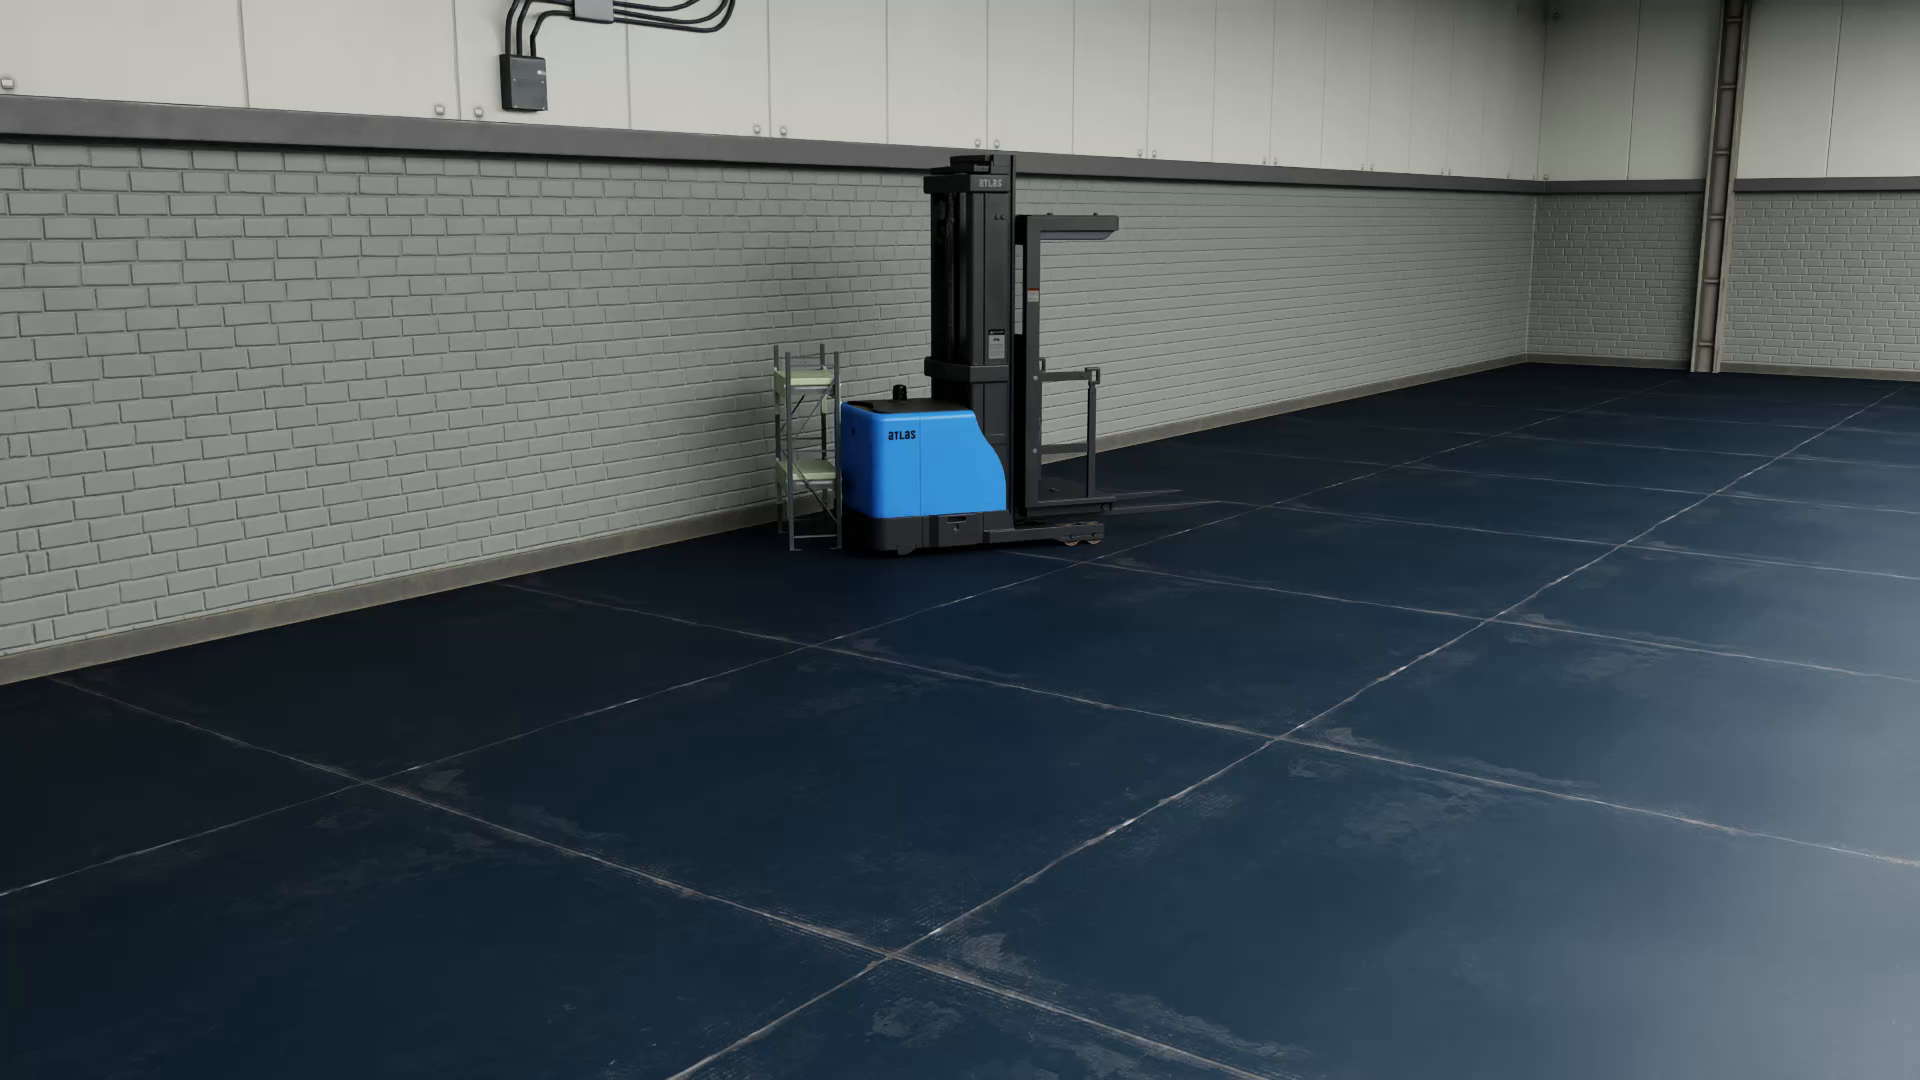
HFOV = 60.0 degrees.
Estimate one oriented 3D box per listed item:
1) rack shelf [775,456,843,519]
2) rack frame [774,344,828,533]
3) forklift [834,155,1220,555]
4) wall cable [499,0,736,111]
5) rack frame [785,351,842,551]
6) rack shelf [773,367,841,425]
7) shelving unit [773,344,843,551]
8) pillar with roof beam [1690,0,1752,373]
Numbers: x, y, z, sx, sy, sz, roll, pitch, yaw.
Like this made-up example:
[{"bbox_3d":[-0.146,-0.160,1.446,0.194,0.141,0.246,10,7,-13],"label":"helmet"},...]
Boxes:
[{"bbox_3d":[-1.181,-0.412,12.926,0.431,0.370,0.720,-3,11,-13],"label":"rack shelf"},{"bbox_3d":[-1.263,-0.800,13.214,0.400,1.500,0.023,-3,11,-13],"label":"rack frame"},{"bbox_3d":[0.577,-1.483,12.979,3.031,2.935,1.130,-4,12,-22],"label":"forklift"},{"bbox_3d":[-2.349,-6.022,11.511,0.169,6.003,2.305,8,13,36],"label":"wall cable"},{"bbox_3d":[-1.099,-0.664,12.514,0.400,1.500,0.023,-3,11,-13],"label":"rack frame"},{"bbox_3d":[-1.181,-1.115,12.790,0.431,0.370,0.720,-3,11,-13],"label":"rack shelf"},{"bbox_3d":[-1.181,-0.732,12.864,0.431,1.500,0.755,-3,11,-13],"label":"shelving unit"},{"bbox_3d":[9.707,-6.530,23.092,0.400,9.000,9.100,8,13,36],"label":"pillar with roof beam"}]
